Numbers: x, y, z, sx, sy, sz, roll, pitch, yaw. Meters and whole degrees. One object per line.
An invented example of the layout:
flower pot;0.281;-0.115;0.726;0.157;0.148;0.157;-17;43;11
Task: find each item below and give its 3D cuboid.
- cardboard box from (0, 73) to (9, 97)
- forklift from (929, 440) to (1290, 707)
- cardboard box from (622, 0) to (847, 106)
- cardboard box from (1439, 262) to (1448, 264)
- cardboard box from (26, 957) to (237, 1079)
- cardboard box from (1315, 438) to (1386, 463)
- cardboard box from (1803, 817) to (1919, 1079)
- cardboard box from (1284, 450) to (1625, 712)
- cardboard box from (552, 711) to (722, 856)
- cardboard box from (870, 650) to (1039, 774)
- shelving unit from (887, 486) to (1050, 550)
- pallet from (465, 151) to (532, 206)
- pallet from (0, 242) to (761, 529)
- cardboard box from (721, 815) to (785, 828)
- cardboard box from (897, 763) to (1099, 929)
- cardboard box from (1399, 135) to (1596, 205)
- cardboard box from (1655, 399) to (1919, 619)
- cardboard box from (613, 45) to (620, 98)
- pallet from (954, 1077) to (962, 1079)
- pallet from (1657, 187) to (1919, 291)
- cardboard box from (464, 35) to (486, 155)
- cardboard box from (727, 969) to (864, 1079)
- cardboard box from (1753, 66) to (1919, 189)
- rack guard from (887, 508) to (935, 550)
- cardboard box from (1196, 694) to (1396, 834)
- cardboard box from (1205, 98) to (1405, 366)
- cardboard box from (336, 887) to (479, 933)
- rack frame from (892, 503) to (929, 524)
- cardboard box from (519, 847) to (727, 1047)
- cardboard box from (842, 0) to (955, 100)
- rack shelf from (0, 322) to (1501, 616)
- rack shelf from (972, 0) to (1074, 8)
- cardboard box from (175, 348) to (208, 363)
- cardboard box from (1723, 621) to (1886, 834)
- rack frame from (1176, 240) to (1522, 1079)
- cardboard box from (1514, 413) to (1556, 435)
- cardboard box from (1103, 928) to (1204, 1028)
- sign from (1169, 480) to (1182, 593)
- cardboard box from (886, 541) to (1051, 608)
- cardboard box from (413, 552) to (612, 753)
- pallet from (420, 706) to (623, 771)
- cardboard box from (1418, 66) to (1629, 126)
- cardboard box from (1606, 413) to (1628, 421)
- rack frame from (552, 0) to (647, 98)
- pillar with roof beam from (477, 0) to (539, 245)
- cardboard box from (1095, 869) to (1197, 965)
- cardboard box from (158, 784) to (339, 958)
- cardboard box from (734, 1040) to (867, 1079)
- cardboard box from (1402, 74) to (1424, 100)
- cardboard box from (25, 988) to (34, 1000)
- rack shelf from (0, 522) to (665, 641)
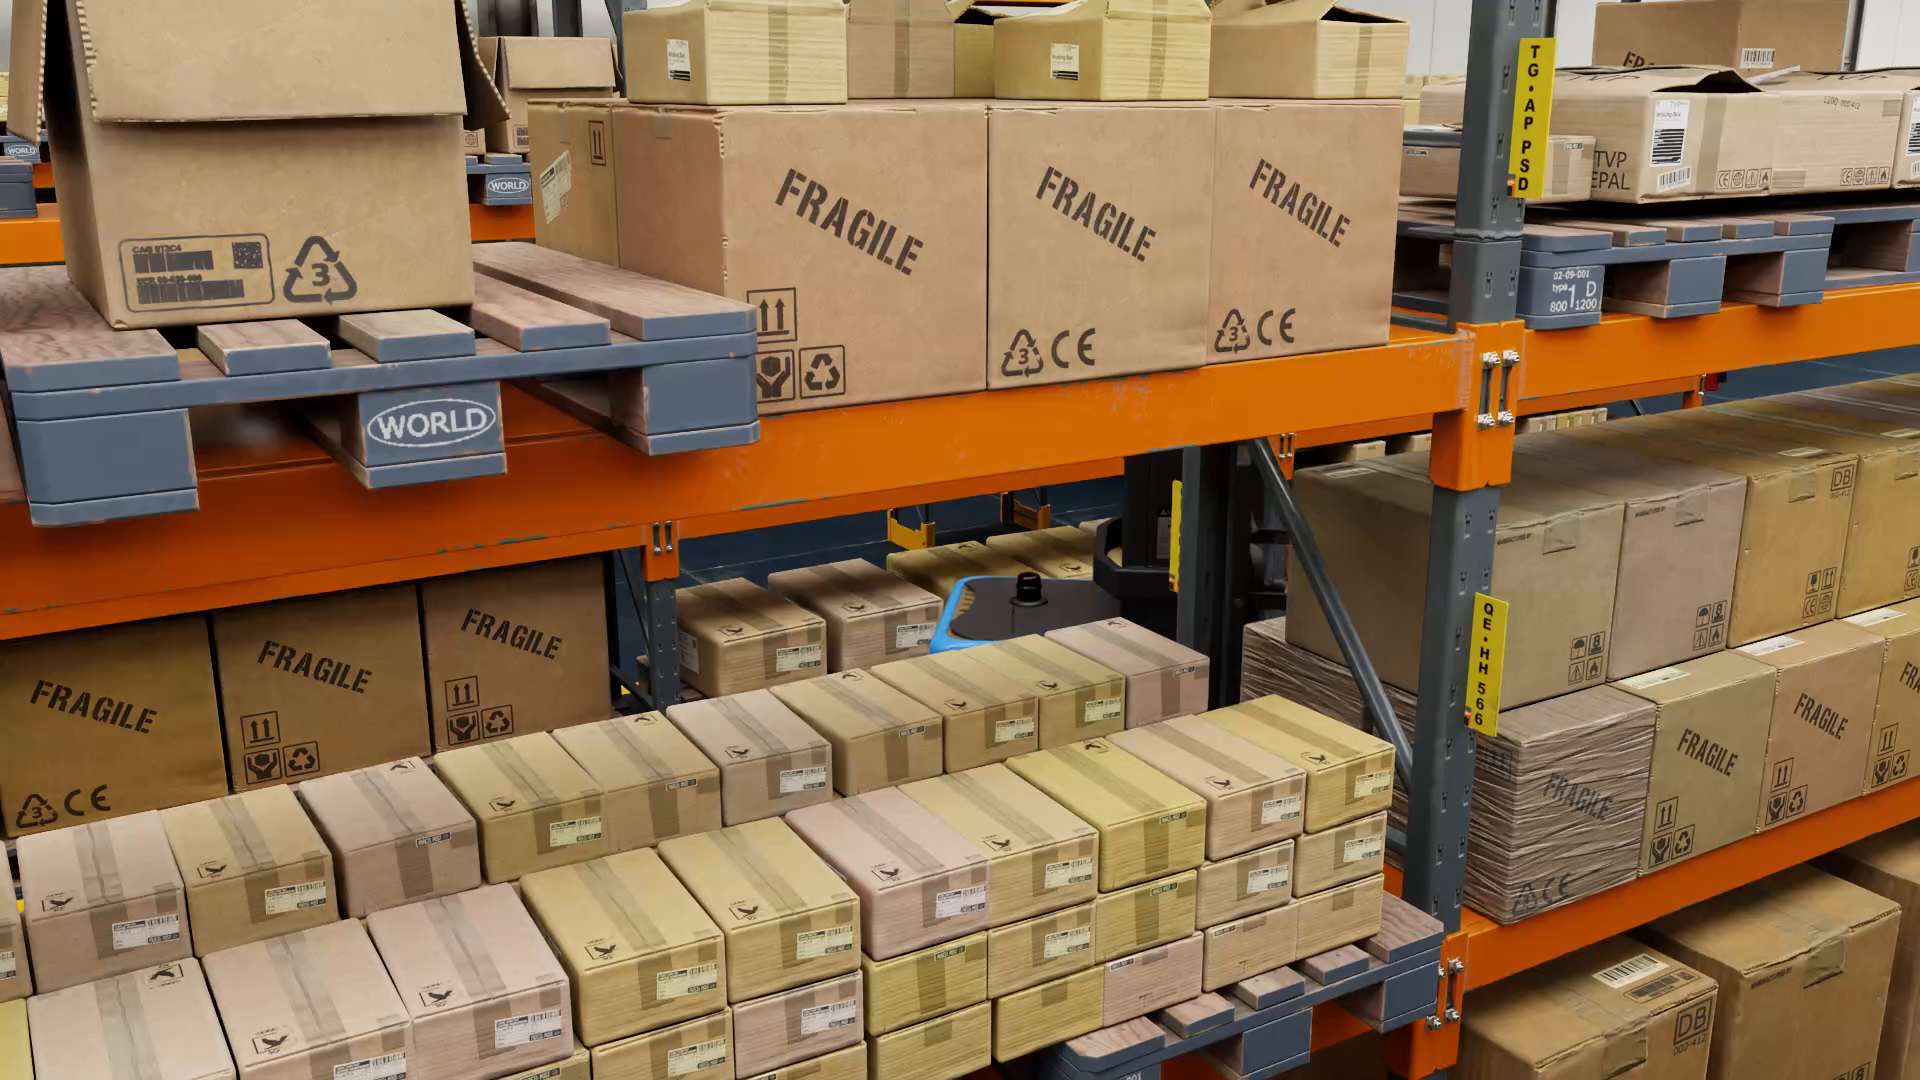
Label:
cardboard box;-6.153;-2.892;10.564;0.250;0.149;0.380;-9;18;-29
forklift;1.412;-0.040;7.123;3.031;2.935;1.130;2;16;6
cardboard box;-0.385;-0.878;2.825;0.258;0.266;0.396;-9;18;-30
cardboard box;2.651;-1.754;10.521;0.500;0.500;0.700;-9;18;-29
cardboard box;-1.262;0.814;2.536;0.250;0.149;0.380;-9;18;-30
cardboard box;2.496;-0.579;10.643;0.250;0.149;0.380;-9;18;-29
cardboard box;3.034;1.248;5.790;0.750;0.750;1.050;-9;18;-30
cardboard box;1.310;0.093;4.482;0.500;0.500;0.700;-9;18;-30
cardboard box;-0.702;0.518;3.591;0.250;0.149;0.380;-9;18;-28
cardboard box;-0.018;0.406;3.991;0.250;0.149;0.380;-9;18;-30
shelving unit;0.065;-0.733;12.245;1.083;1.500;0.587;-9;18;-30
pallet;-2.241;-1.700;7.709;1.003;0.211;1.213;-8;18;-27
pallet;-1.037;-0.321;2.788;1.003;0.211;1.213;-9;18;-30
cardboard box;-0.487;0.625;3.760;0.250;0.149;0.380;-9;18;-30
cardboard box;0.068;0.598;3.304;0.250;0.149;0.380;-9;18;-28
cardboard box;1.288;-0.900;4.009;0.250;0.149;0.380;-10;19;-32
cardboard box;2.619;-0.120;5.244;0.500;0.500;0.700;-9;18;-30
cardboard box;-2.657;-3.525;12.721;0.500;0.500;0.500;-9;18;-28
pallet;-0.756;1.060;3.427;1.213;0.211;1.003;-9;18;-30
pallet;2.402;-0.928;4.957;1.213;0.211;1.003;-8;18;-27
cardboard box;-2.467;-1.961;7.329;0.500;0.500;0.700;-10;19;-32
cardboard box;-0.374;0.812;3.091;0.250;0.149;0.380;-9;18;-28
cardboard box;2.523;-1.160;4.634;0.500;0.311;0.500;-10;18;-31
rack guard;-0.362;-0.062;12.167;0.087;0.250;0.587;-9;18;-30
cardboard box;0.736;0.489;3.692;0.250;0.149;0.380;-10;19;-32
cardboard box;0.561;-0.671;3.505;0.500;0.500;0.500;-9;18;-30
cardboard box;-1.141;0.729;3.387;0.250;0.149;0.380;-9;18;-29
rack frame;-0.363;-0.663;11.998;0.032;1.500;0.500;-9;18;-30
cardboard box;-0.597;0.705;2.924;0.250;0.149;0.380;-9;18;-28
cardboard box;-0.209;-1.069;3.507;0.258;0.266;0.396;-9;18;-30
rack shelf;-0.795;-0.137;3.117;4.000;0.370;1.077;-9;18;-30
rack shelf;0.868;-4.780;14.864;4.000;0.370;1.077;-9;18;-30
cardboard box;-3.327;-0.636;7.084;0.500;0.500;0.500;-10;18;-31
cardboard box;2.311;0.493;4.907;0.500;0.500;0.500;-9;18;-30
rack frame;0.920;0.683;4.416;0.127;3.000;1.000;-9;18;-30
cardboard box;3.865;-0.803;11.443;0.250;0.149;0.380;-8;18;-27
cardboard box;0.300;0.847;3.520;0.250;0.149;0.380;-9;18;-29
sign;0.631;-0.003;4.717;0.005;0.325;0.100;-9;18;-30
cardboard box;0.055;0.330;9.766;0.625;0.372;0.950;-9;18;-28
cardboard box;-2.351;0.449;8.408;0.875;0.875;0.875;-9;18;-30
pallet;-2.431;0.986;8.500;1.213;0.211;1.003;-9;18;-30
cardboard box;1.661;-1.184;4.719;0.500;0.311;0.500;-9;18;-30
cardboard box;4.589;-0.628;12.020;0.500;0.500;0.500;-9;18;-29
rack frame;-1.716;-3.337;7.642;0.127;3.000;1.000;-9;18;-30
pillar with roof beam;-1.405;-3.879;9.574;0.400;9.000;9.100;-9;18;-30
cardboard box;0.279;0.707;3.466;0.250;0.149;0.380;-9;18;-28
cardboard box;-1.376;0.627;3.200;0.250;0.149;0.380;-10;18;-32
cardboard box;-0.368;0.954;3.138;0.250;0.149;0.380;-9;18;-28
cardboard box;2.590;-2.757;10.120;0.250;0.149;0.380;-10;18;-32
cardboard box;-1.618;0.951;3.146;0.250;0.149;0.380;-10;19;-33
rack shelf;-3.430;0.176;7.557;4.000;0.370;1.077;-9;18;-30
